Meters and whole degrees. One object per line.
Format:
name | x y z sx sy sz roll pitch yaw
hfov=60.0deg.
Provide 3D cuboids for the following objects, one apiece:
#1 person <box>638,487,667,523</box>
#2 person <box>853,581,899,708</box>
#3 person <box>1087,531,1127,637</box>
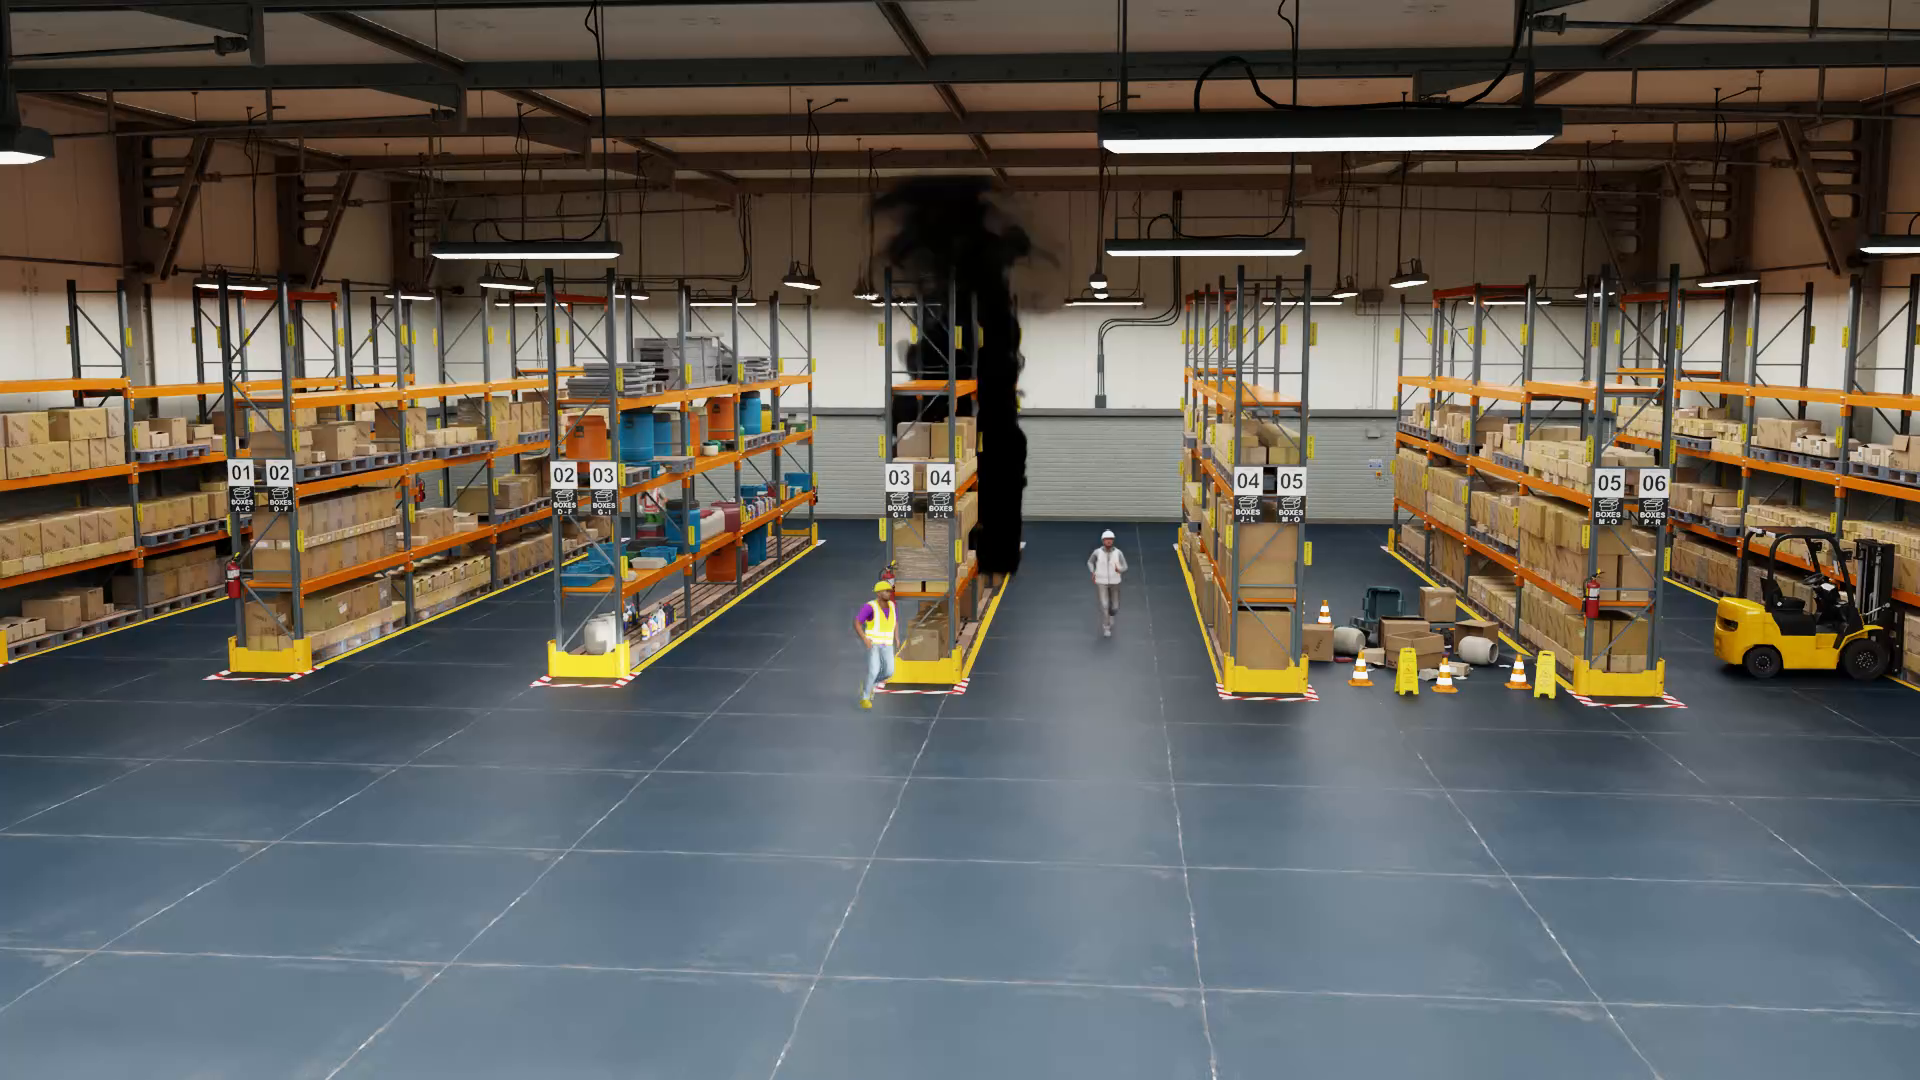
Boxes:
person | -7.247 -0.623 39.185 0.704 1.769 0.726 0 7 0
person | -1.095 1.411 22.713 0.756 1.698 0.534 -5 8 -35
person | 2.496 0.719 28.126 0.668 1.748 0.896 0 7 -2
